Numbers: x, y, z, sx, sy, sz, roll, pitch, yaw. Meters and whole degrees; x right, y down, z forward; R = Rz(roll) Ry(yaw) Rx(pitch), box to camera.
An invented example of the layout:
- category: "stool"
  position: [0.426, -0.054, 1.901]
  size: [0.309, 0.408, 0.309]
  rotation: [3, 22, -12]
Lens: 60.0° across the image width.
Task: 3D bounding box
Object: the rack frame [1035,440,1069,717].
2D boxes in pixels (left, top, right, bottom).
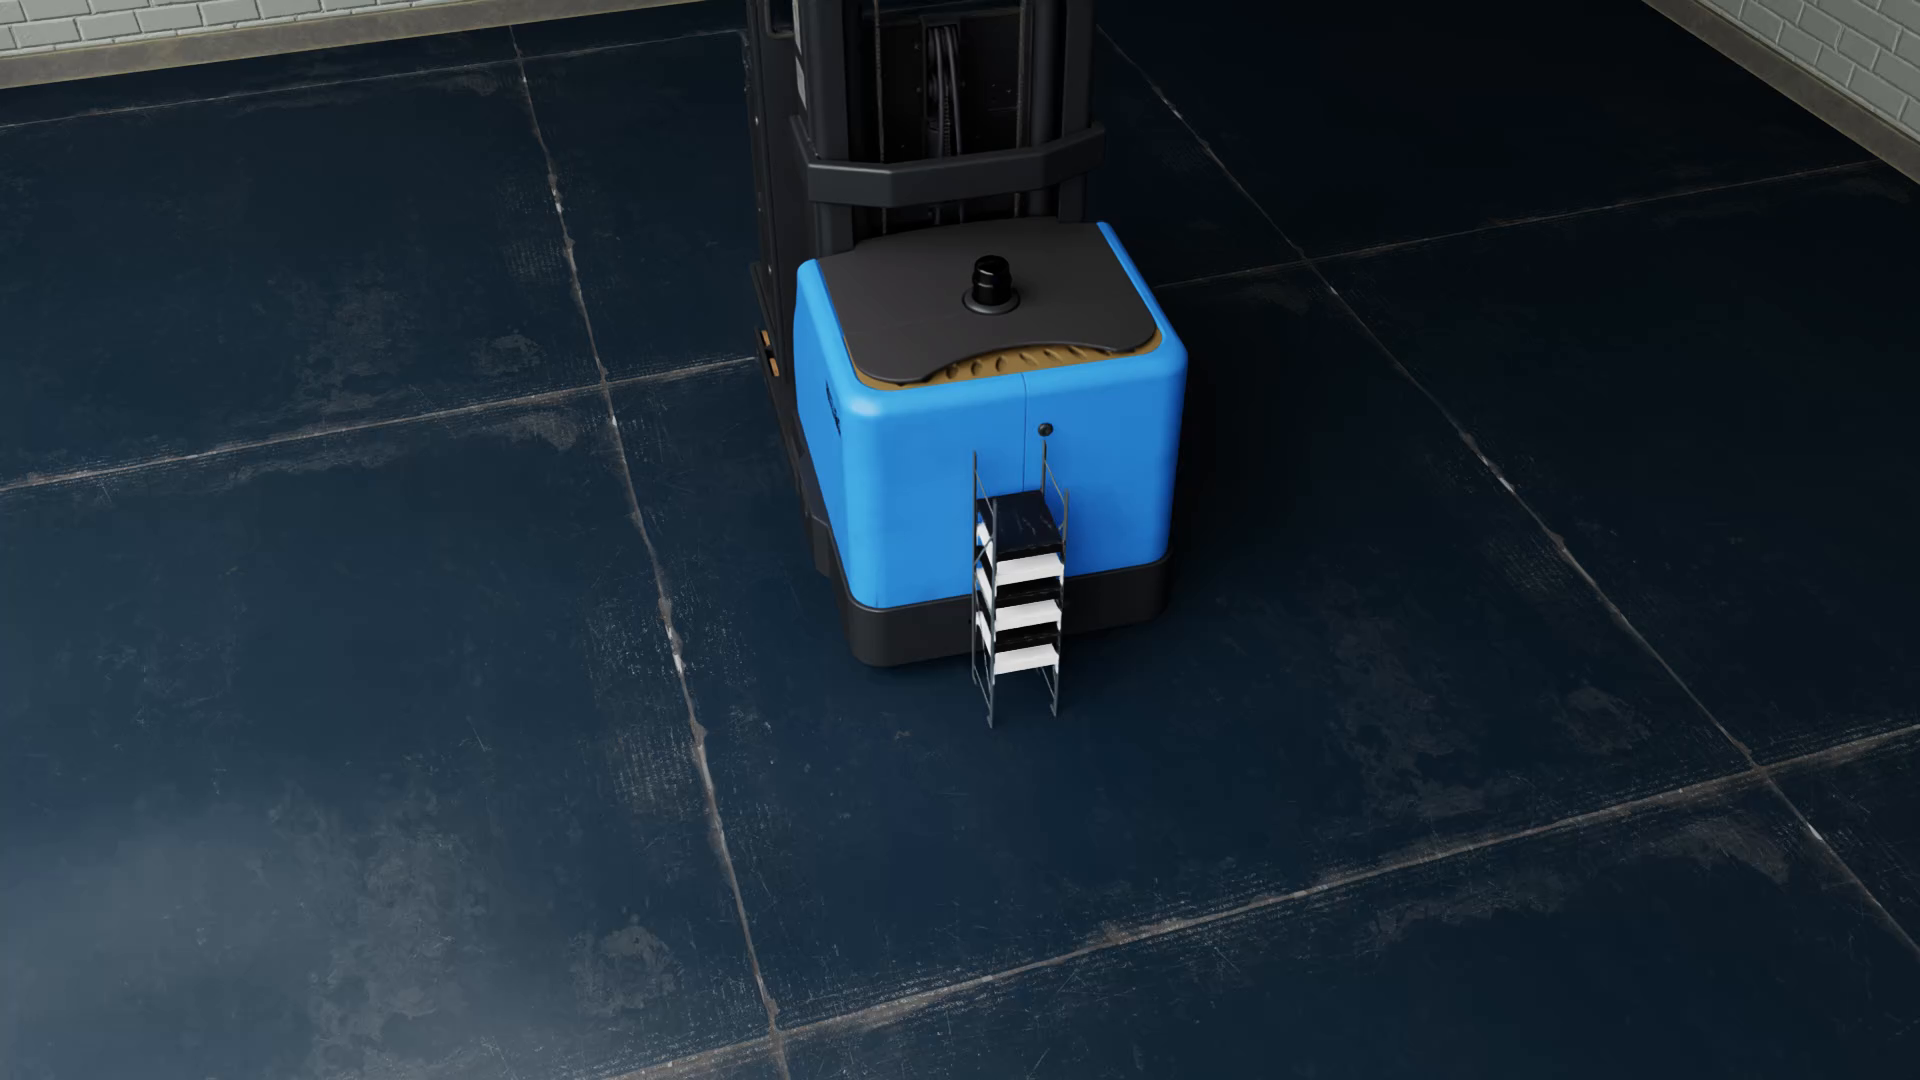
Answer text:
- category: "rack frame"
  position: [0.266, 0.131, 4.915]
  size: [0.006, 0.900, 0.240]
  rotation: [-9, 42, -10]

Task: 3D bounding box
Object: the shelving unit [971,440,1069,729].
- category: "shelving unit"
  position: [0.167, 0.148, 4.896]
  size: [0.210, 0.900, 0.258]
  rotation: [-9, 42, -10]

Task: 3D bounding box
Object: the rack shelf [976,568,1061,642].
- category: "rack shelf"
  position: [0.167, 0.173, 4.918]
  size: [0.200, 0.077, 0.258]
  rotation: [-9, 42, -10]

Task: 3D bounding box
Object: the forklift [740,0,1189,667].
- category: "forklift"
  position: [-0.177, -1.688, 5.455]
  size: [1.130, 2.935, 3.031]
  rotation: [-9, 42, -10]

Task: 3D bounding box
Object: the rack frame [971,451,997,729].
- category: "rack frame"
  position: [0.068, 0.164, 4.878]
  size: [0.006, 0.900, 0.240]
  rotation: [-9, 42, -10]

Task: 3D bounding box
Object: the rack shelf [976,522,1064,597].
- category: "rack shelf"
  position: [0.167, 0.037, 4.800]
  size: [0.200, 0.077, 0.258]
  rotation: [-9, 42, -10]

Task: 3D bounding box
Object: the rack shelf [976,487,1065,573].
- category: "rack shelf"
  position: [0.167, -0.030, 4.740]
  size: [0.200, 0.077, 0.258]
  rotation: [-9, 42, -10]

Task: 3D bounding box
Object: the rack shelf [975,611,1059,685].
- category: "rack shelf"
  position: [0.167, 0.308, 5.037]
  size: [0.200, 0.077, 0.258]
  rotation: [-9, 42, -10]

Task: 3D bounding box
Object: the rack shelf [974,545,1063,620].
- category: "rack shelf"
  position: [0.167, 0.105, 4.859]
  size: [0.200, 0.077, 0.258]
  rotation: [-9, 42, -10]

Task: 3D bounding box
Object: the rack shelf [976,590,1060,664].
- category: "rack shelf"
  position: [0.167, 0.240, 4.978]
  size: [0.200, 0.077, 0.258]
  rotation: [-9, 42, -10]
